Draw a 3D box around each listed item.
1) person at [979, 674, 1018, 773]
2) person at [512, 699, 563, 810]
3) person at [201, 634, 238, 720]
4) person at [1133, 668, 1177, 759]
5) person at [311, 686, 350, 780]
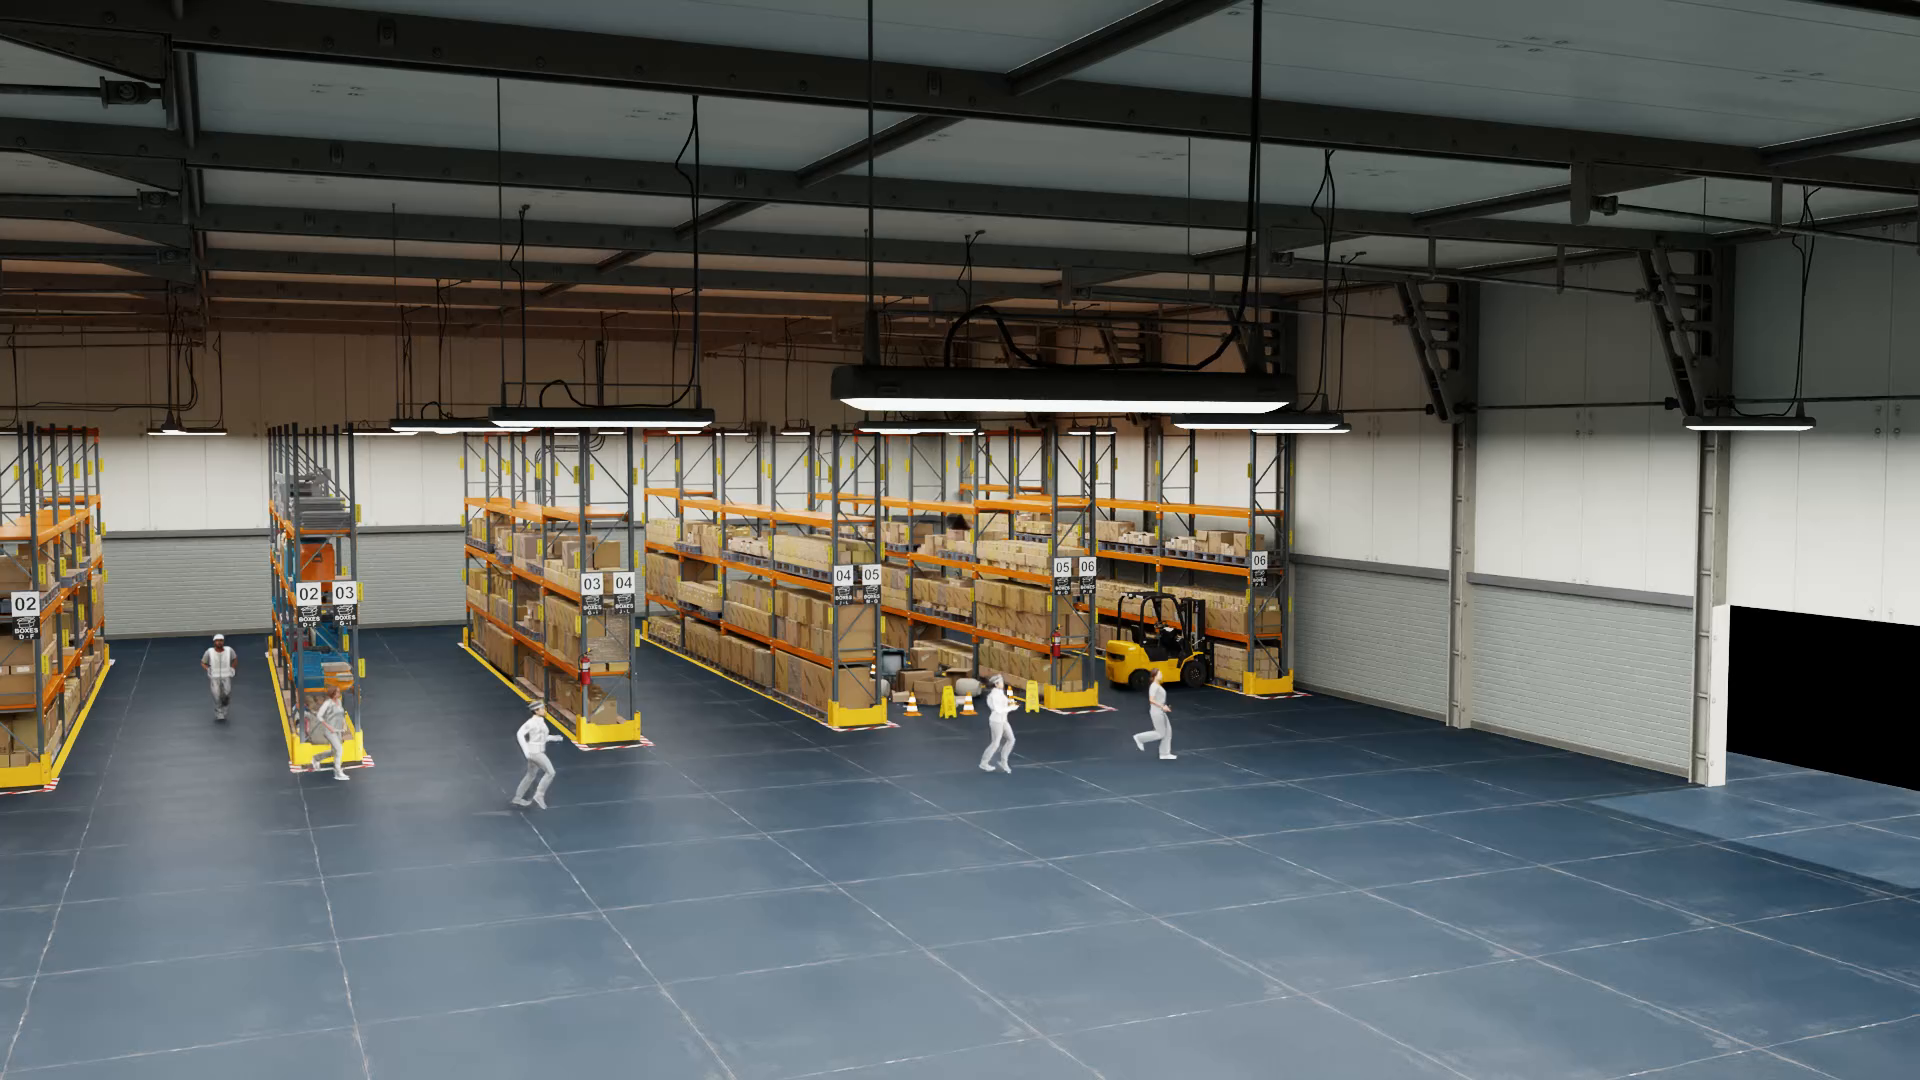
[{"bbox_3d":[0.674,3.143,28.417,0.684,1.734,0.592,1,4,12],"label":"person"},{"bbox_3d":[-6.530,3.313,25.675,0.783,1.714,0.572,0,4,-7],"label":"person"},{"bbox_3d":[-15.036,2.788,33.805,0.698,1.742,0.587,-2,4,-29],"label":"person"},{"bbox_3d":[3.496,3.093,29.669,0.776,1.637,0.565,1,4,16],"label":"person"},{"bbox_3d":[-10.625,3.238,28.037,0.767,1.575,0.559,1,4,13],"label":"person"}]
